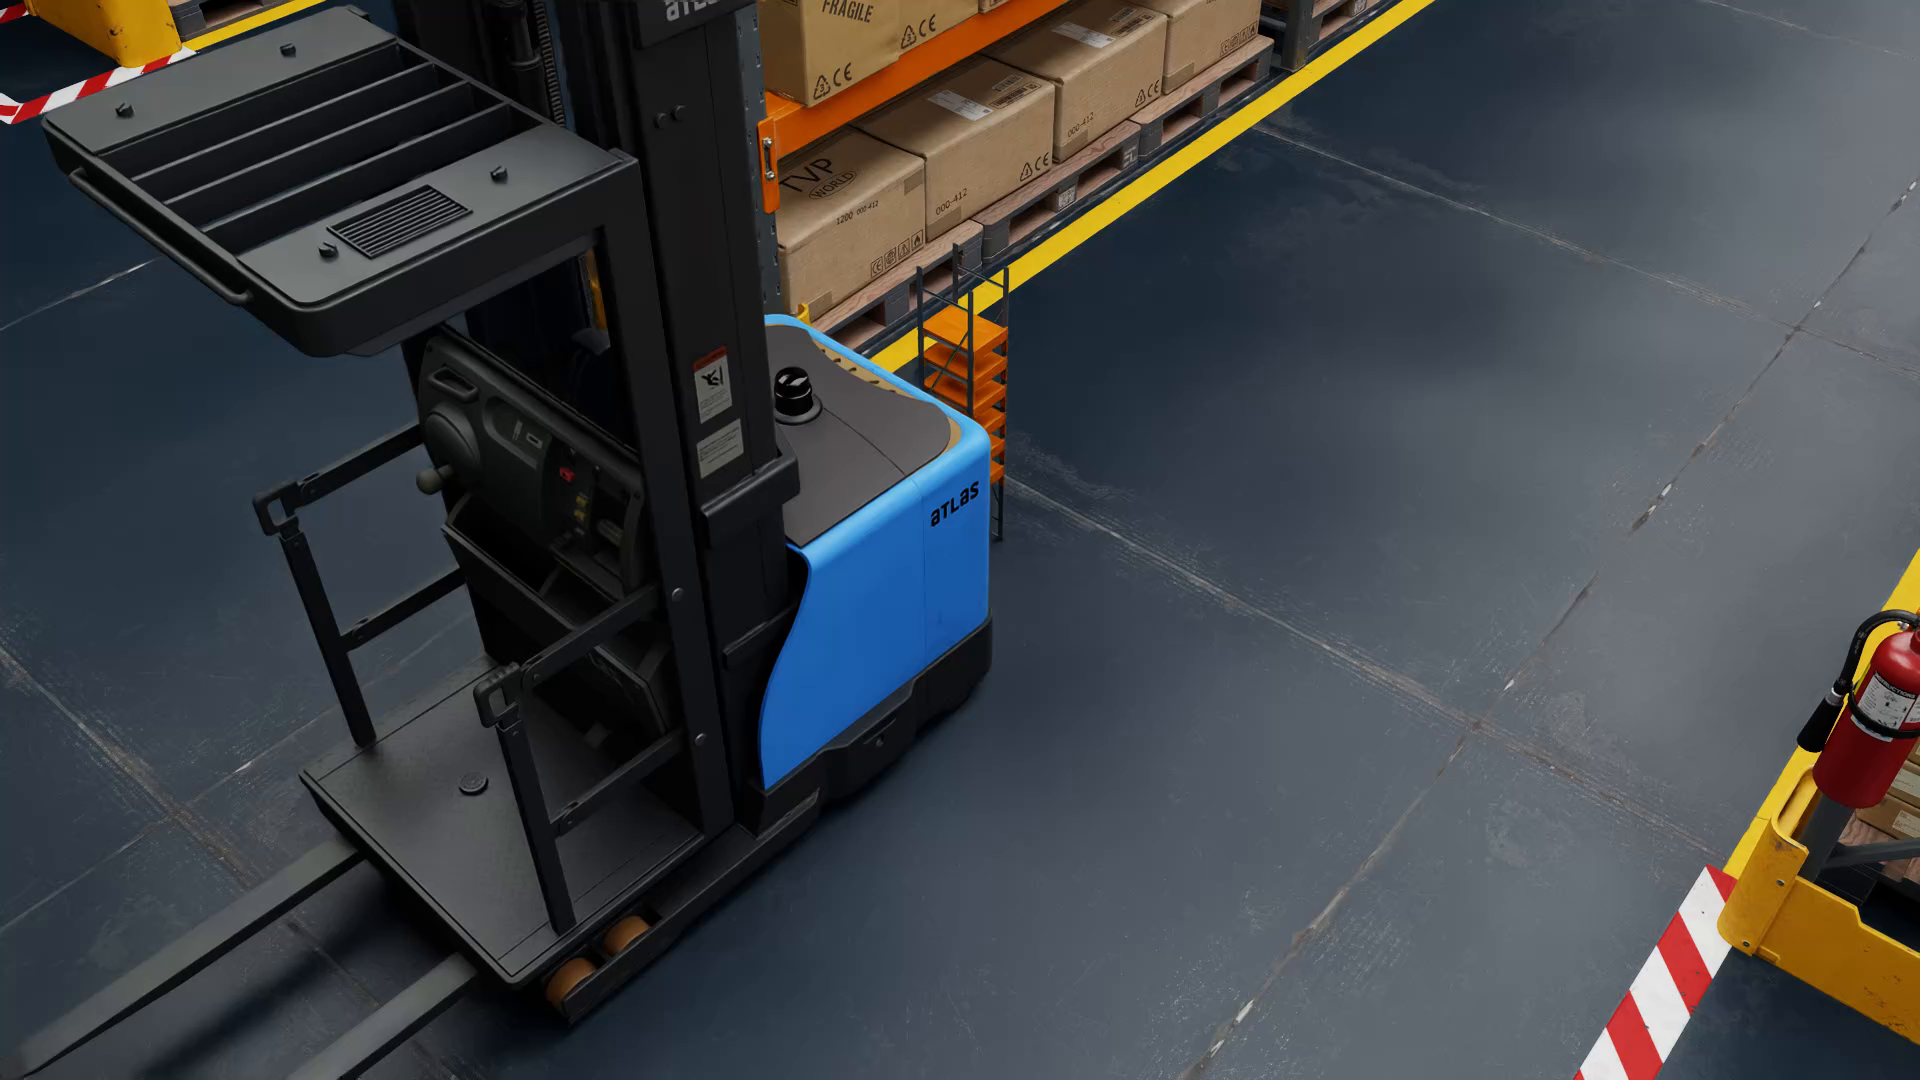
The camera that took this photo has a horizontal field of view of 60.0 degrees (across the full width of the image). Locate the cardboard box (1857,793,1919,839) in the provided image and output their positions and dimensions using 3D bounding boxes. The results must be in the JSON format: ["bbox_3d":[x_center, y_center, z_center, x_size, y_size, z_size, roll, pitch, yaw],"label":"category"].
[{"bbox_3d":[2.925,0.805,4.942,0.380,0.149,0.250,30,50,29],"label":"cardboard box"}]

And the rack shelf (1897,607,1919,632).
[{"bbox_3d":[4.033,-0.497,5.101,1.077,0.370,4.000,29,50,28],"label":"rack shelf"}]

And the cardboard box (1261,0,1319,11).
[{"bbox_3d":[1.804,-3.607,9.254,0.875,0.875,0.875,31,51,30],"label":"cardboard box"}]

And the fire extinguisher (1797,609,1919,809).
[{"bbox_3d":[2.230,0.364,3.955,0.296,0.674,0.183,29,50,28],"label":"fire extinguisher"}]

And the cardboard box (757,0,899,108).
[{"bbox_3d":[-0.579,-1.984,6.128,0.500,0.500,0.500,29,50,28],"label":"cardboard box"}]

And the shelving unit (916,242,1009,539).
[{"bbox_3d":[0.009,-0.451,5.855,0.258,1.200,0.189,29,50,28],"label":"shelving unit"}]

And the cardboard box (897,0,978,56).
[{"bbox_3d":[-0.275,-2.256,6.428,0.500,0.500,0.500,29,50,28],"label":"cardboard box"}]

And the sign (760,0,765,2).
[{"bbox_3d":[-0.687,-1.930,5.441,0.100,0.325,0.005,29,50,28],"label":"sign"}]

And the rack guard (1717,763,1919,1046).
[{"bbox_3d":[2.795,1.153,4.610,1.175,0.500,0.348,29,50,28],"label":"rack guard"}]

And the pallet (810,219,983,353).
[{"bbox_3d":[-0.653,-1.238,7.455,1.003,0.211,1.213,29,50,28],"label":"pallet"}]

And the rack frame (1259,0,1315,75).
[{"bbox_3d":[1.466,-3.884,8.291,1.000,3.000,0.127,29,50,28],"label":"rack frame"}]

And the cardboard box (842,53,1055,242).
[{"bbox_3d":[-0.177,-1.889,7.691,0.875,0.438,0.875,31,51,29],"label":"cardboard box"}]

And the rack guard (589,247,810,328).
[{"bbox_3d":[-1.123,-0.887,6.854,1.175,0.500,0.348,29,50,28],"label":"rack guard"}]

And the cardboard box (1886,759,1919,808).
[{"bbox_3d":[2.867,0.661,4.879,0.380,0.149,0.250,28,49,27],"label":"cardboard box"}]

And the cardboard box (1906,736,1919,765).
[{"bbox_3d":[2.892,0.564,4.765,0.380,0.149,0.250,30,50,29],"label":"cardboard box"}]

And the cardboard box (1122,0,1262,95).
[{"bbox_3d":[0.980,-2.814,8.708,0.875,0.438,0.875,29,50,28],"label":"cardboard box"}]

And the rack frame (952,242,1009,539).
[{"bbox_3d":[0.068,-0.498,5.906,0.240,1.200,0.006,29,50,28],"label":"rack frame"}]

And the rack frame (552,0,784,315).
[{"bbox_3d":[-1.108,-1.824,6.026,1.000,3.000,0.127,29,50,28],"label":"rack frame"}]

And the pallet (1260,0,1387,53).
[{"bbox_3d":[1.905,-3.282,9.702,1.003,0.211,1.213,29,50,28],"label":"pallet"}]

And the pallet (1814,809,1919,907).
[{"bbox_3d":[3.345,0.857,5.151,1.003,0.211,1.213,29,50,28],"label":"pallet"}]

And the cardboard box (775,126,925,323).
[{"bbox_3d":[-0.760,-1.415,7.168,0.875,0.438,0.875,28,49,27],"label":"cardboard box"}]

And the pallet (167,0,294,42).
[{"bbox_3d":[-4.348,-3.389,9.821,1.003,0.211,1.213,29,50,28],"label":"pallet"}]

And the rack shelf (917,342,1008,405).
[{"bbox_3d":[0.009,-0.596,5.723,0.258,0.103,0.180,29,50,28],"label":"rack shelf"}]

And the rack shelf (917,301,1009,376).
[{"bbox_3d":[0.009,-0.685,5.642,0.258,0.103,0.180,29,50,28],"label":"rack shelf"}]

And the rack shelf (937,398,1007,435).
[{"bbox_3d":[0.009,-0.419,5.884,0.258,0.103,0.180,29,50,28],"label":"rack shelf"}]

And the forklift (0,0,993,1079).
[{"bbox_3d":[-1.264,-0.117,4.200,1.130,2.935,3.031,32,51,30],"label":"forklift"}]

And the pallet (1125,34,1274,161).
[{"bbox_3d":[0.917,-2.494,8.836,1.003,0.211,1.213,29,50,28],"label":"pallet"}]

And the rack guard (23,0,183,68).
[{"bbox_3d":[-4.861,-3.085,9.272,1.175,0.500,0.348,29,50,28],"label":"rack guard"}]

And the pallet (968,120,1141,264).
[{"bbox_3d":[0.132,-1.863,8.142,1.003,0.211,1.213,29,50,28],"label":"pallet"}]

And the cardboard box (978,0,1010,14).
[{"bbox_3d":[0.066,-2.510,6.707,0.500,0.500,0.500,29,50,28],"label":"cardboard box"}]

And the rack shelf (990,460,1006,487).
[{"bbox_3d":[0.009,-0.241,6.046,0.258,0.103,0.180,29,50,28],"label":"rack shelf"}]

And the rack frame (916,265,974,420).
[{"bbox_3d":[-0.050,-0.404,5.803,0.240,1.200,0.006,29,50,28],"label":"rack frame"}]

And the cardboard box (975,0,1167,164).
[{"bbox_3d":[0.404,-2.353,8.200,0.875,0.438,0.875,28,49,27],"label":"cardboard box"}]

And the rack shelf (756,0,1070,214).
[{"bbox_3d":[0.179,-2.588,7.401,1.077,0.370,4.000,29,50,28],"label":"rack shelf"}]

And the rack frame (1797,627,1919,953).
[{"bbox_3d":[2.746,0.267,3.727,1.000,3.000,0.127,29,50,28],"label":"rack frame"}]

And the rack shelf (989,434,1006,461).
[{"bbox_3d":[0.009,-0.330,5.965,0.258,0.103,0.180,29,50,28],"label":"rack shelf"}]

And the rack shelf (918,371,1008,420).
[{"bbox_3d":[0.009,-0.507,5.804,0.258,0.103,0.180,29,50,28],"label":"rack shelf"}]
